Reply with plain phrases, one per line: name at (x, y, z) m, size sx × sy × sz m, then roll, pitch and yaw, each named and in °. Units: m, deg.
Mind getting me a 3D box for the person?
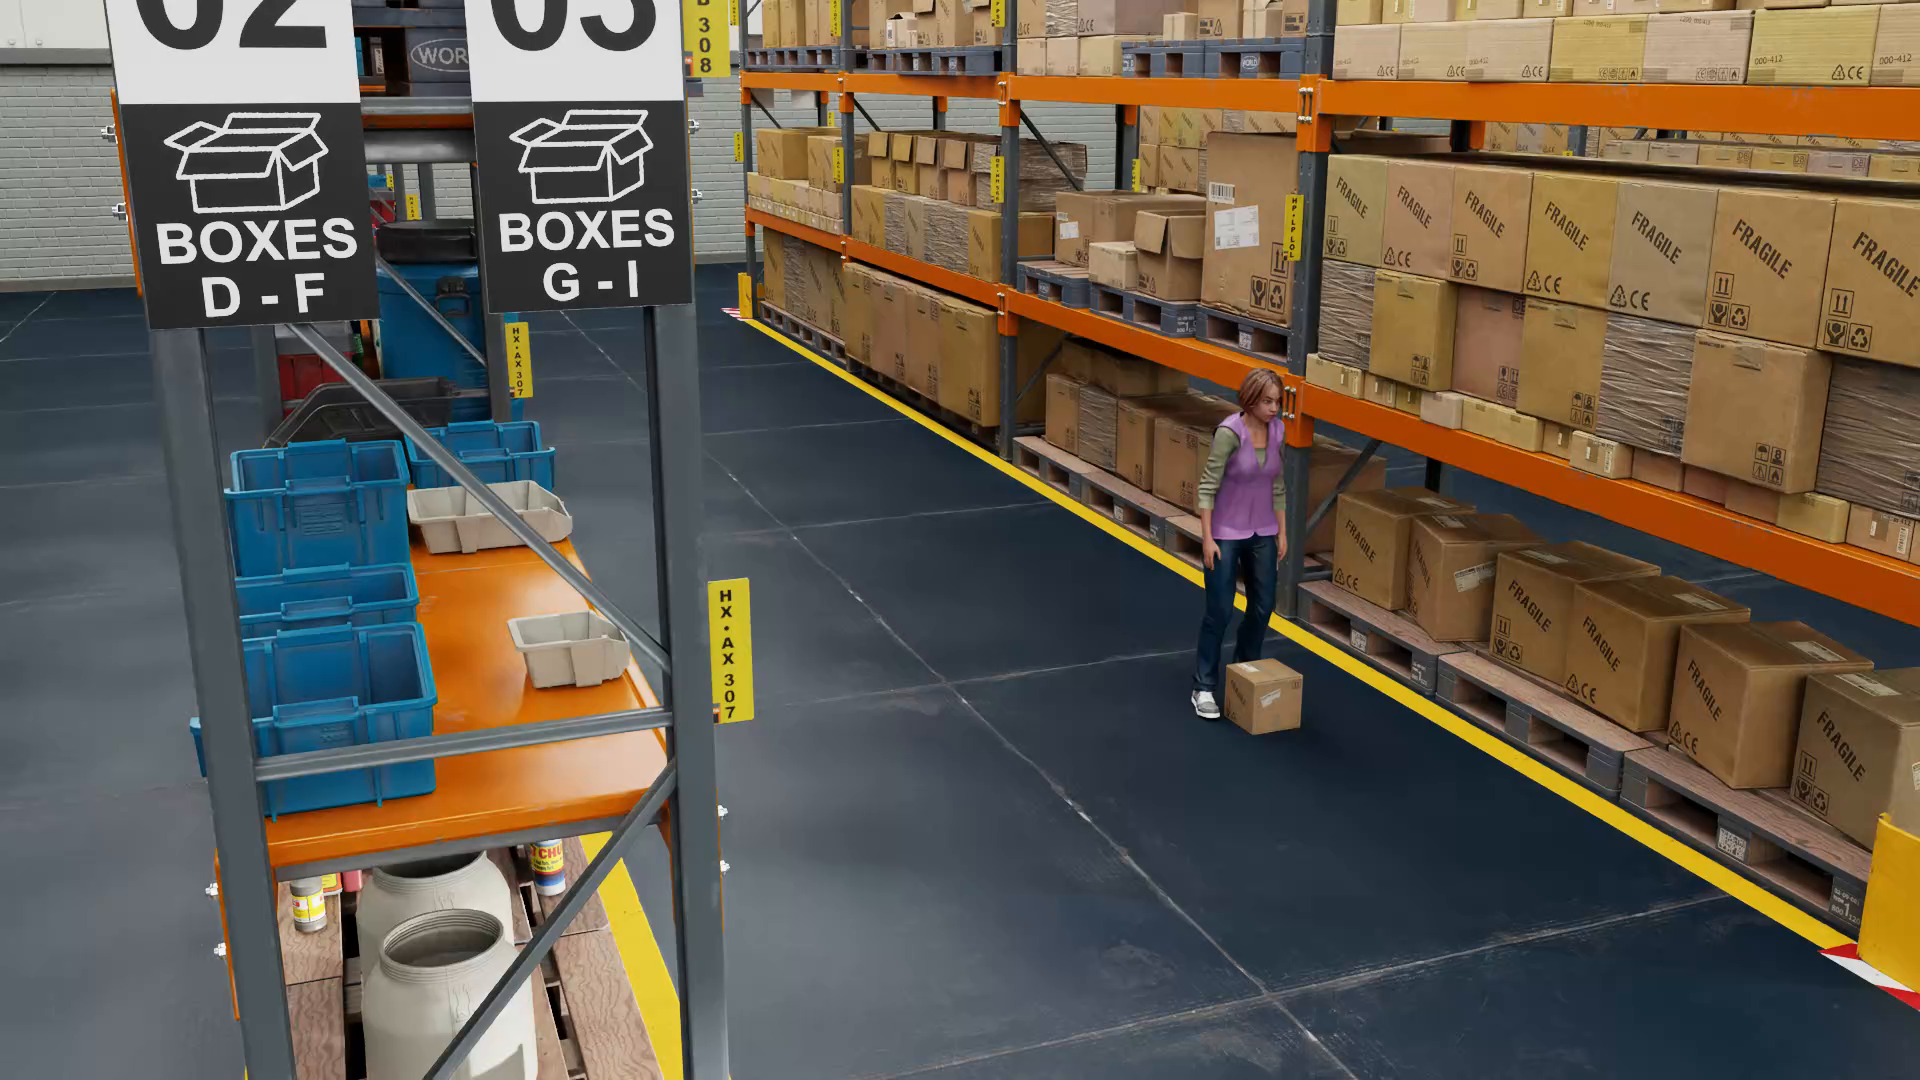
person at (1.283, 0.000, 7.547) m, size 0.485 × 1.593 × 0.343 m, roll -7°, pitch 17°, yaw -23°
